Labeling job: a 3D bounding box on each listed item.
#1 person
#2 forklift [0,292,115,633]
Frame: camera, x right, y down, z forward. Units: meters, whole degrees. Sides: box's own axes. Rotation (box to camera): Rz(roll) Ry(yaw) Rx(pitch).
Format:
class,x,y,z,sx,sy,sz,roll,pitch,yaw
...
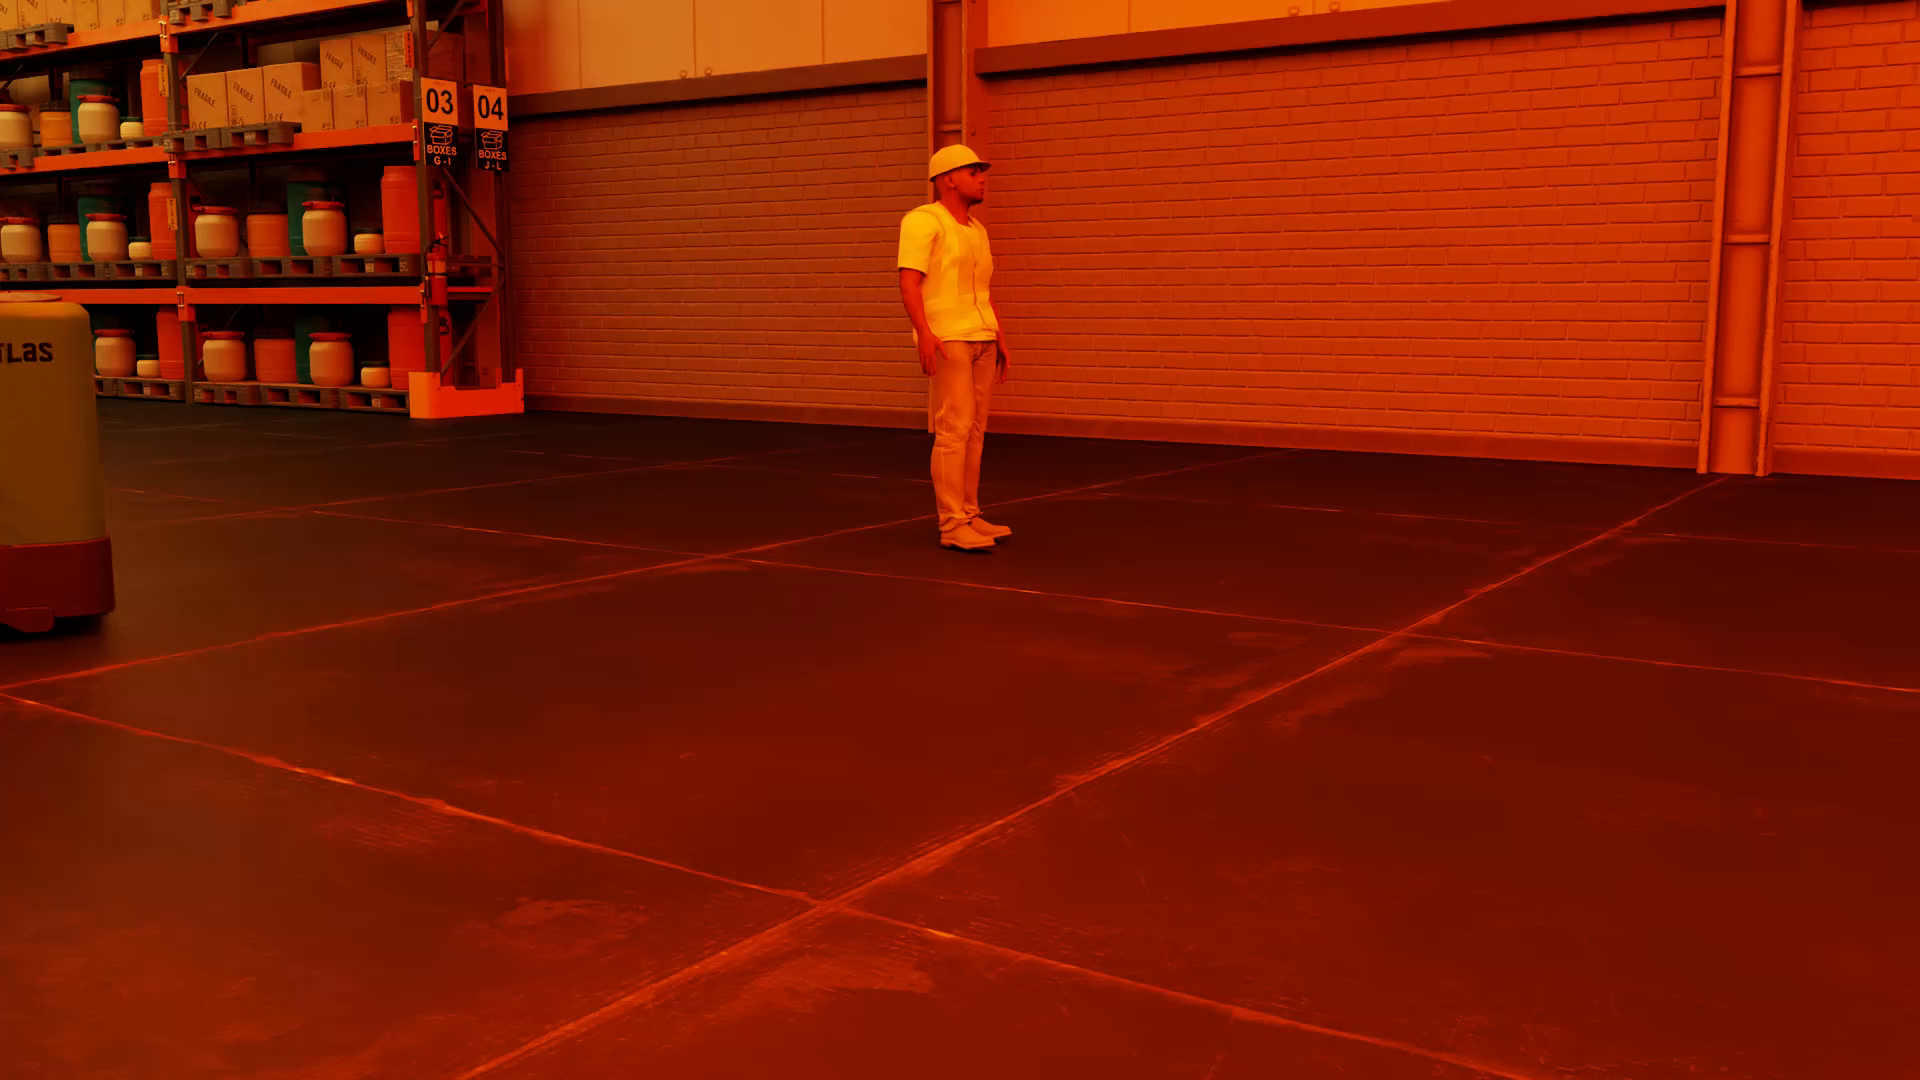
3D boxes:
class,x,y,z,sx,sy,sz,roll,pitch,yaw
person,0.054,-0.875,7.435,0.577,1.765,0.665,5,10,34
forklift,-4.320,-1.099,4.920,3.031,2.935,1.130,-5,9,-30
